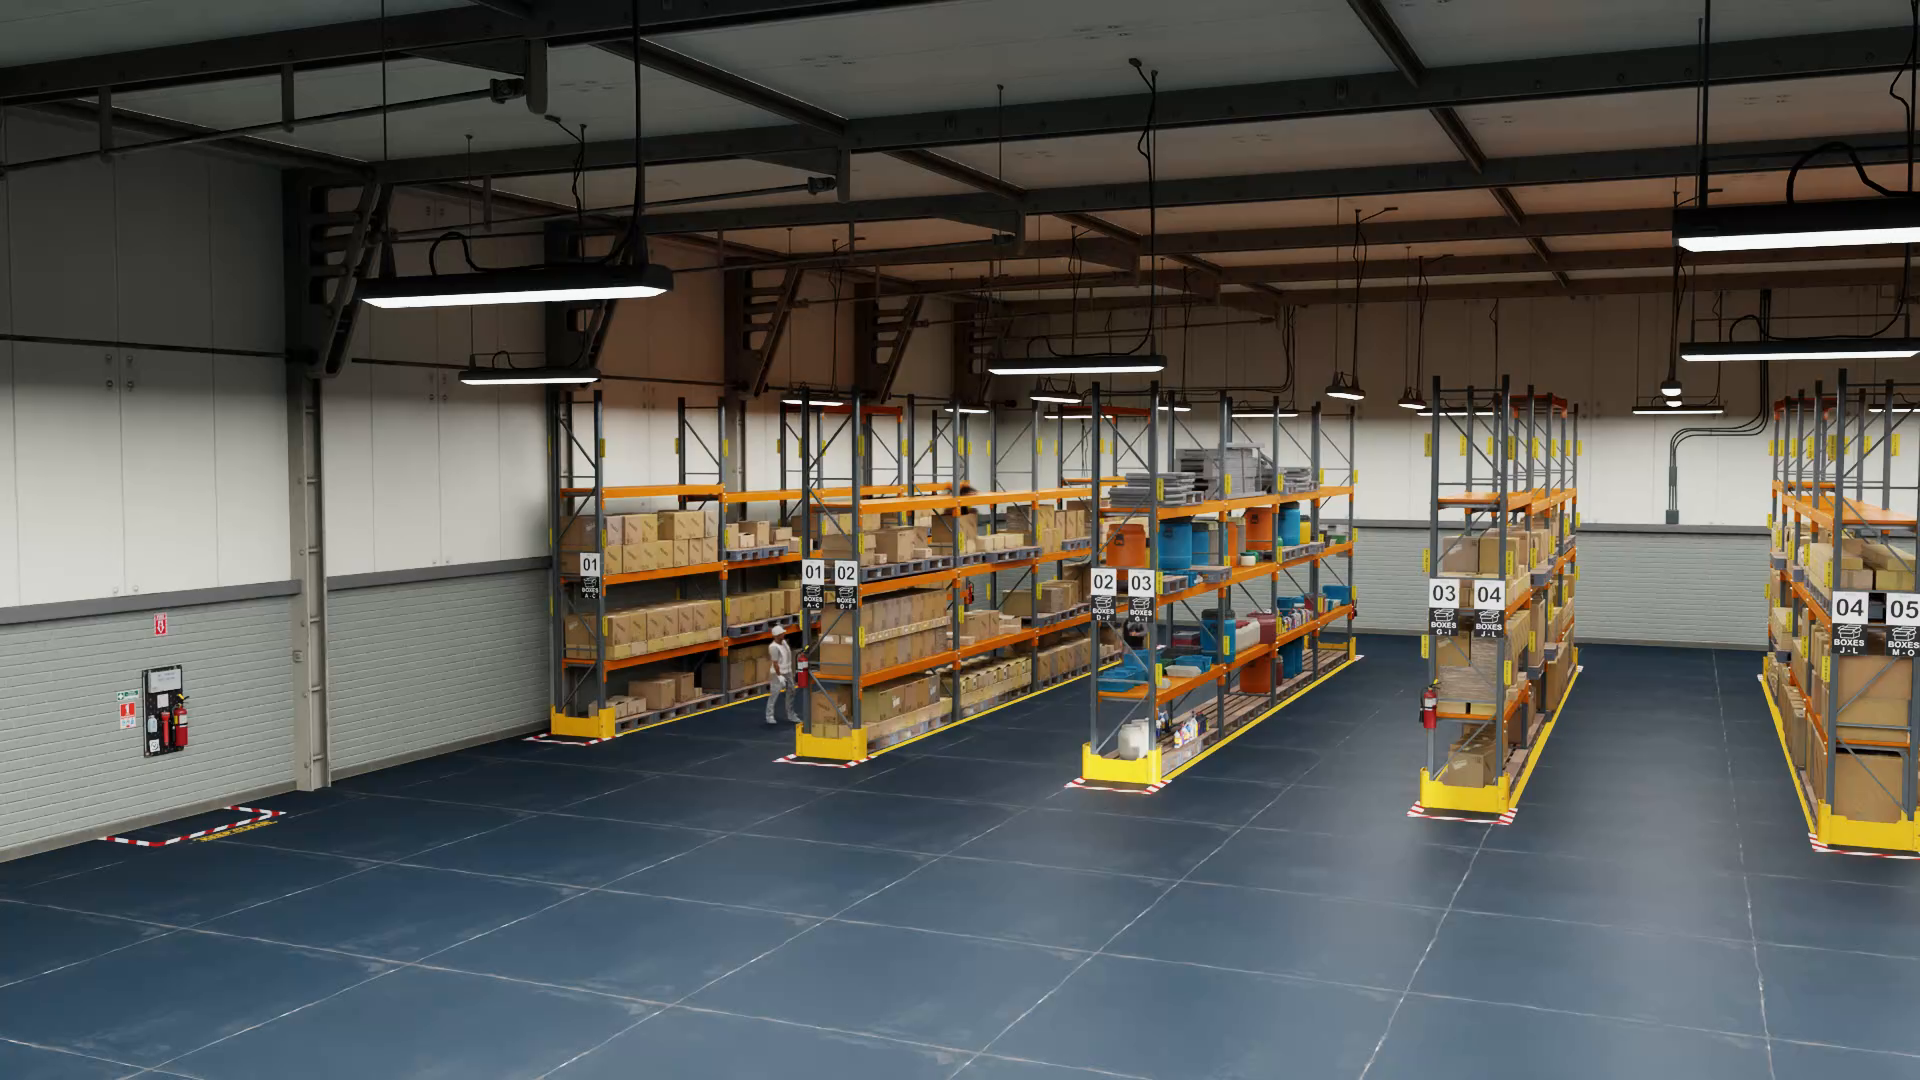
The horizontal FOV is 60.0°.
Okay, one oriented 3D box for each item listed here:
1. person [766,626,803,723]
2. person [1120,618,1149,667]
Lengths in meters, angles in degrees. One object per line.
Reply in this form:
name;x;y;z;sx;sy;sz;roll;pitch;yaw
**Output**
person;-3.226;2.458;30.258;0.488;1.820;0.686;2;4;28
person;3.581;2.218;34.350;0.645;1.694;0.995;1;3;21
